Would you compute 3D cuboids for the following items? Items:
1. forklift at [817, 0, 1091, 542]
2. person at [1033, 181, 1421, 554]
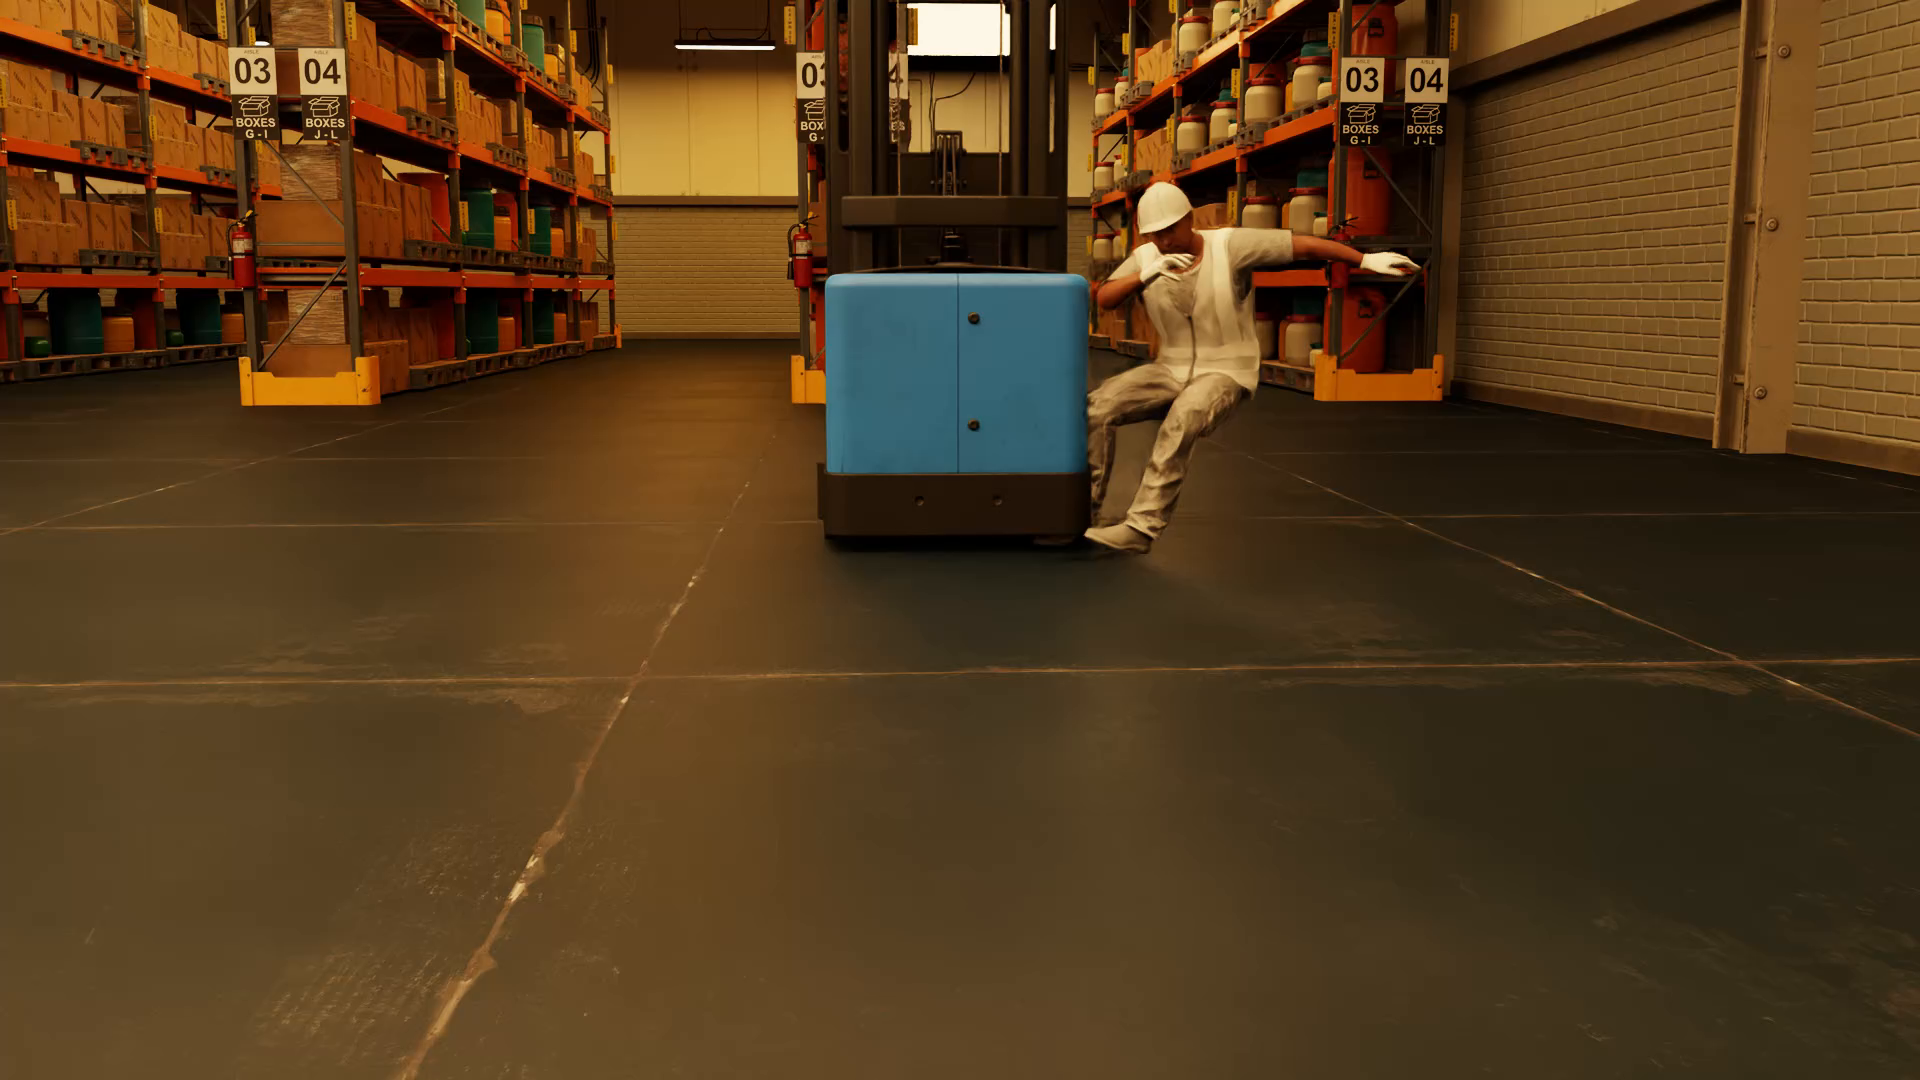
[{"bbox_3d":[-0.071,-1.619,7.735,1.130,2.935,3.031,0,8,-2],"label":"forklift"},{"bbox_3d":[0.993,-0.661,6.408,1.334,1.422,0.859,5,10,29],"label":"person"}]
